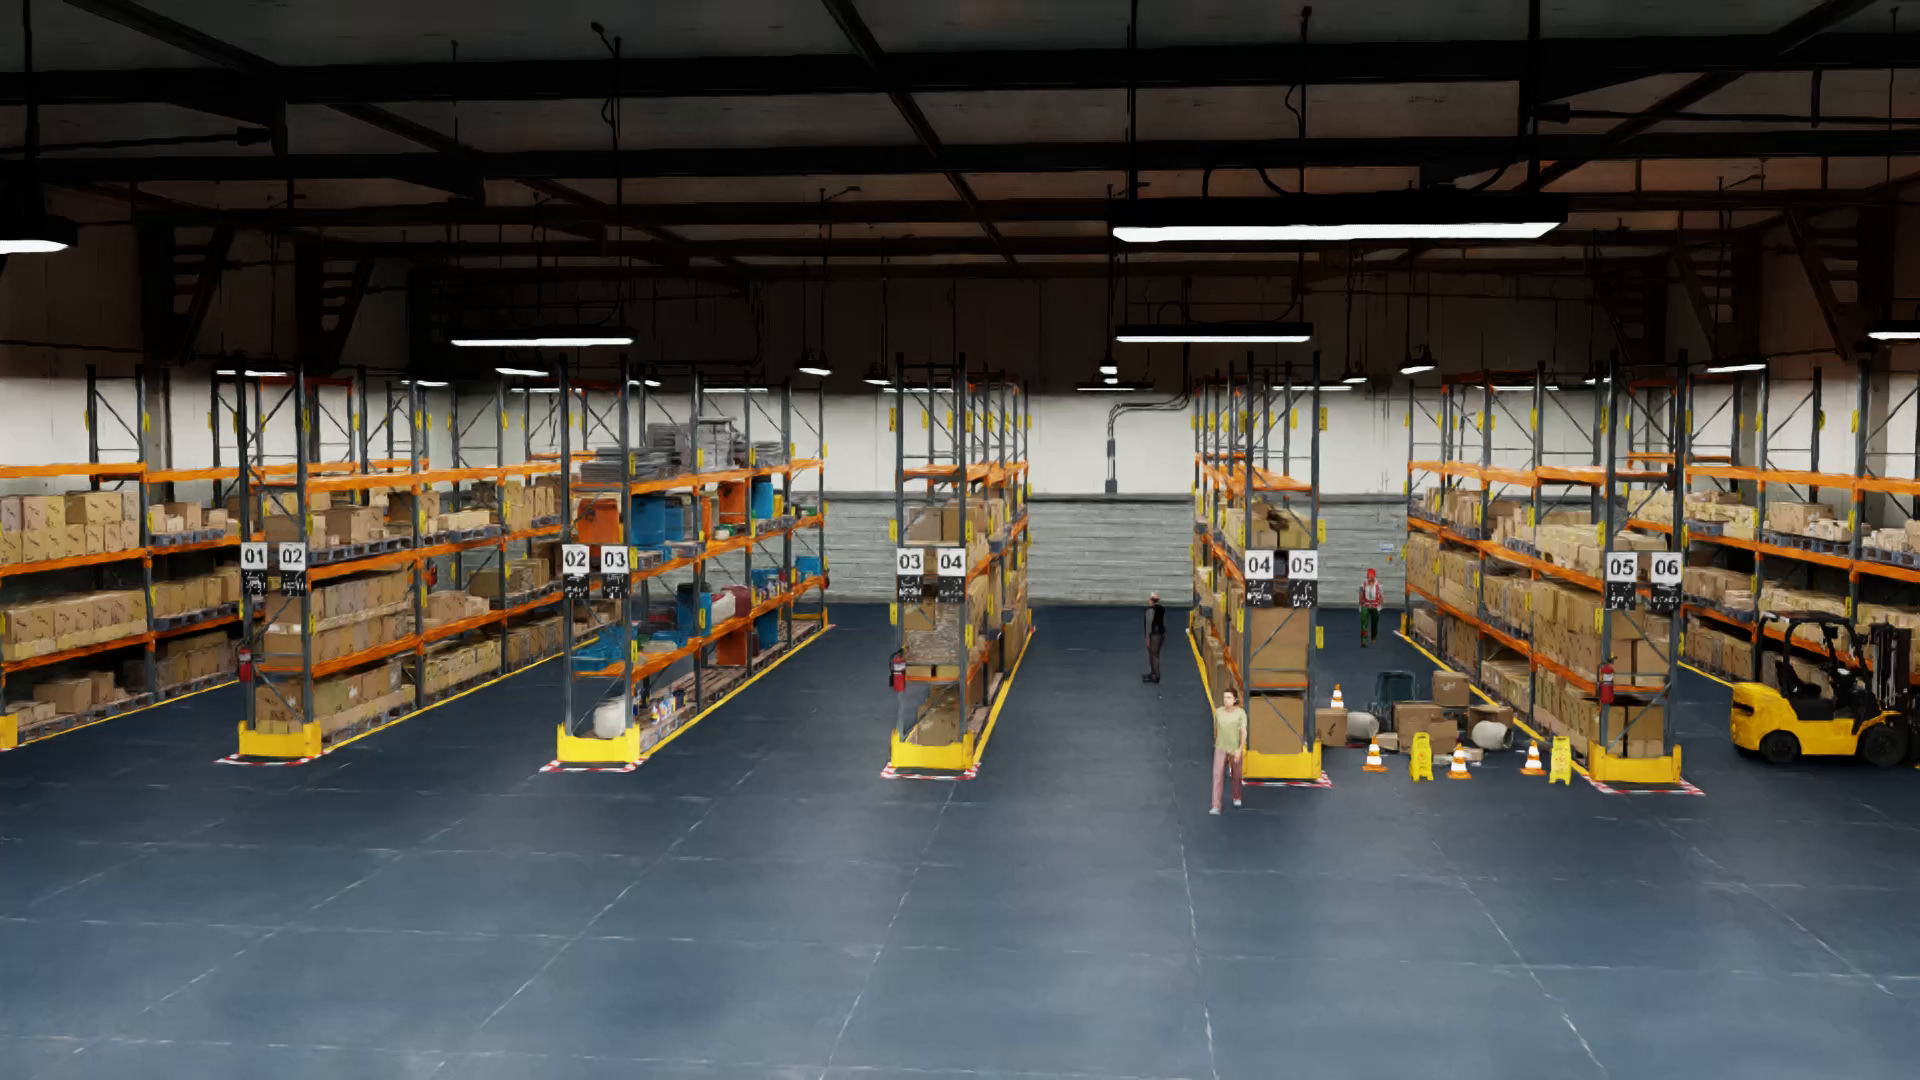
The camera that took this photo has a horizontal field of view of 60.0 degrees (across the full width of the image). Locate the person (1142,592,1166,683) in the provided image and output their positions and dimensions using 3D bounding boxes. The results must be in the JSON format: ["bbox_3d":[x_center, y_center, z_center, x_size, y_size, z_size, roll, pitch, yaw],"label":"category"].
[{"bbox_3d":[3.692,1.857,31.990,0.494,1.725,0.578,3,5,36],"label":"person"}]

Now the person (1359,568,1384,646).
[{"bbox_3d":[9.174,1.482,37.103,0.531,1.710,1.037,1,4,14],"label":"person"}]

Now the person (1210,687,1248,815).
[{"bbox_3d":[3.451,2.675,21.253,0.447,1.603,1.019,1,4,15],"label":"person"}]
